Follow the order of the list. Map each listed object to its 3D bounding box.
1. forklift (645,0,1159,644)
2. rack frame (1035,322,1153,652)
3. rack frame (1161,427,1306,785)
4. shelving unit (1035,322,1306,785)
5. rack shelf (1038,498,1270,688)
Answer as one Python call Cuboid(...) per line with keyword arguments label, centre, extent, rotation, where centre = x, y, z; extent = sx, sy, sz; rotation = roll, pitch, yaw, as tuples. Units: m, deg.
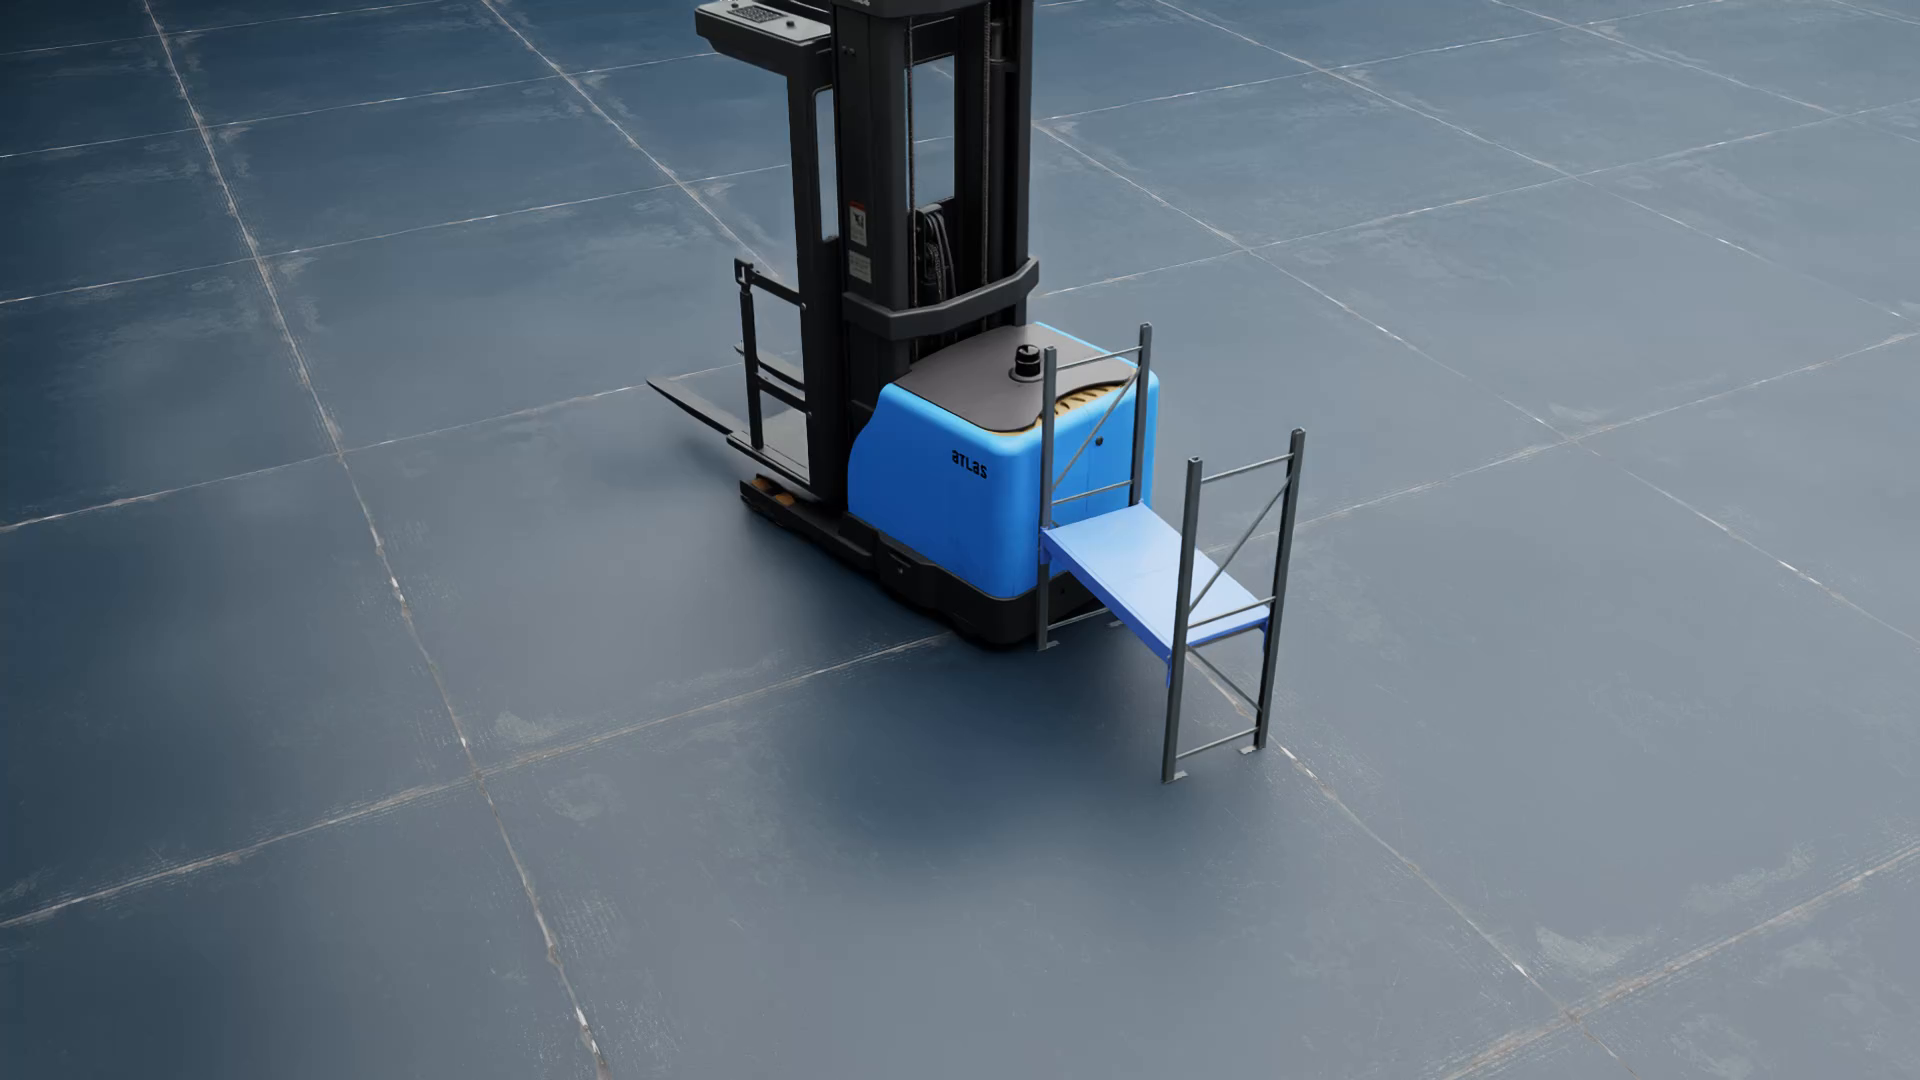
Cuboid(label="forklift", centre=(-0.469, -1.474, 7.834), extent=(1.130, 2.935, 3.031), rotation=(-27, 41, -35))
Cuboid(label="rack frame", centre=(0.566, -0.199, 7.170), extent=(0.500, 1.500, 0.032), rotation=(-16, 36, -23))
Cuboid(label="rack frame", centre=(1.041, 0.286, 6.413), extent=(0.500, 1.500, 0.032), rotation=(-16, 36, -23))
Cuboid(label="shelving unit", centre=(0.804, 0.044, 6.791), extent=(0.538, 1.500, 1.048), rotation=(-16, 36, -23))
Cuboid(label="rack shelf", centre=(0.804, 0.195, 6.888), extent=(0.538, 0.185, 1.000), rotation=(-16, 36, -23))
